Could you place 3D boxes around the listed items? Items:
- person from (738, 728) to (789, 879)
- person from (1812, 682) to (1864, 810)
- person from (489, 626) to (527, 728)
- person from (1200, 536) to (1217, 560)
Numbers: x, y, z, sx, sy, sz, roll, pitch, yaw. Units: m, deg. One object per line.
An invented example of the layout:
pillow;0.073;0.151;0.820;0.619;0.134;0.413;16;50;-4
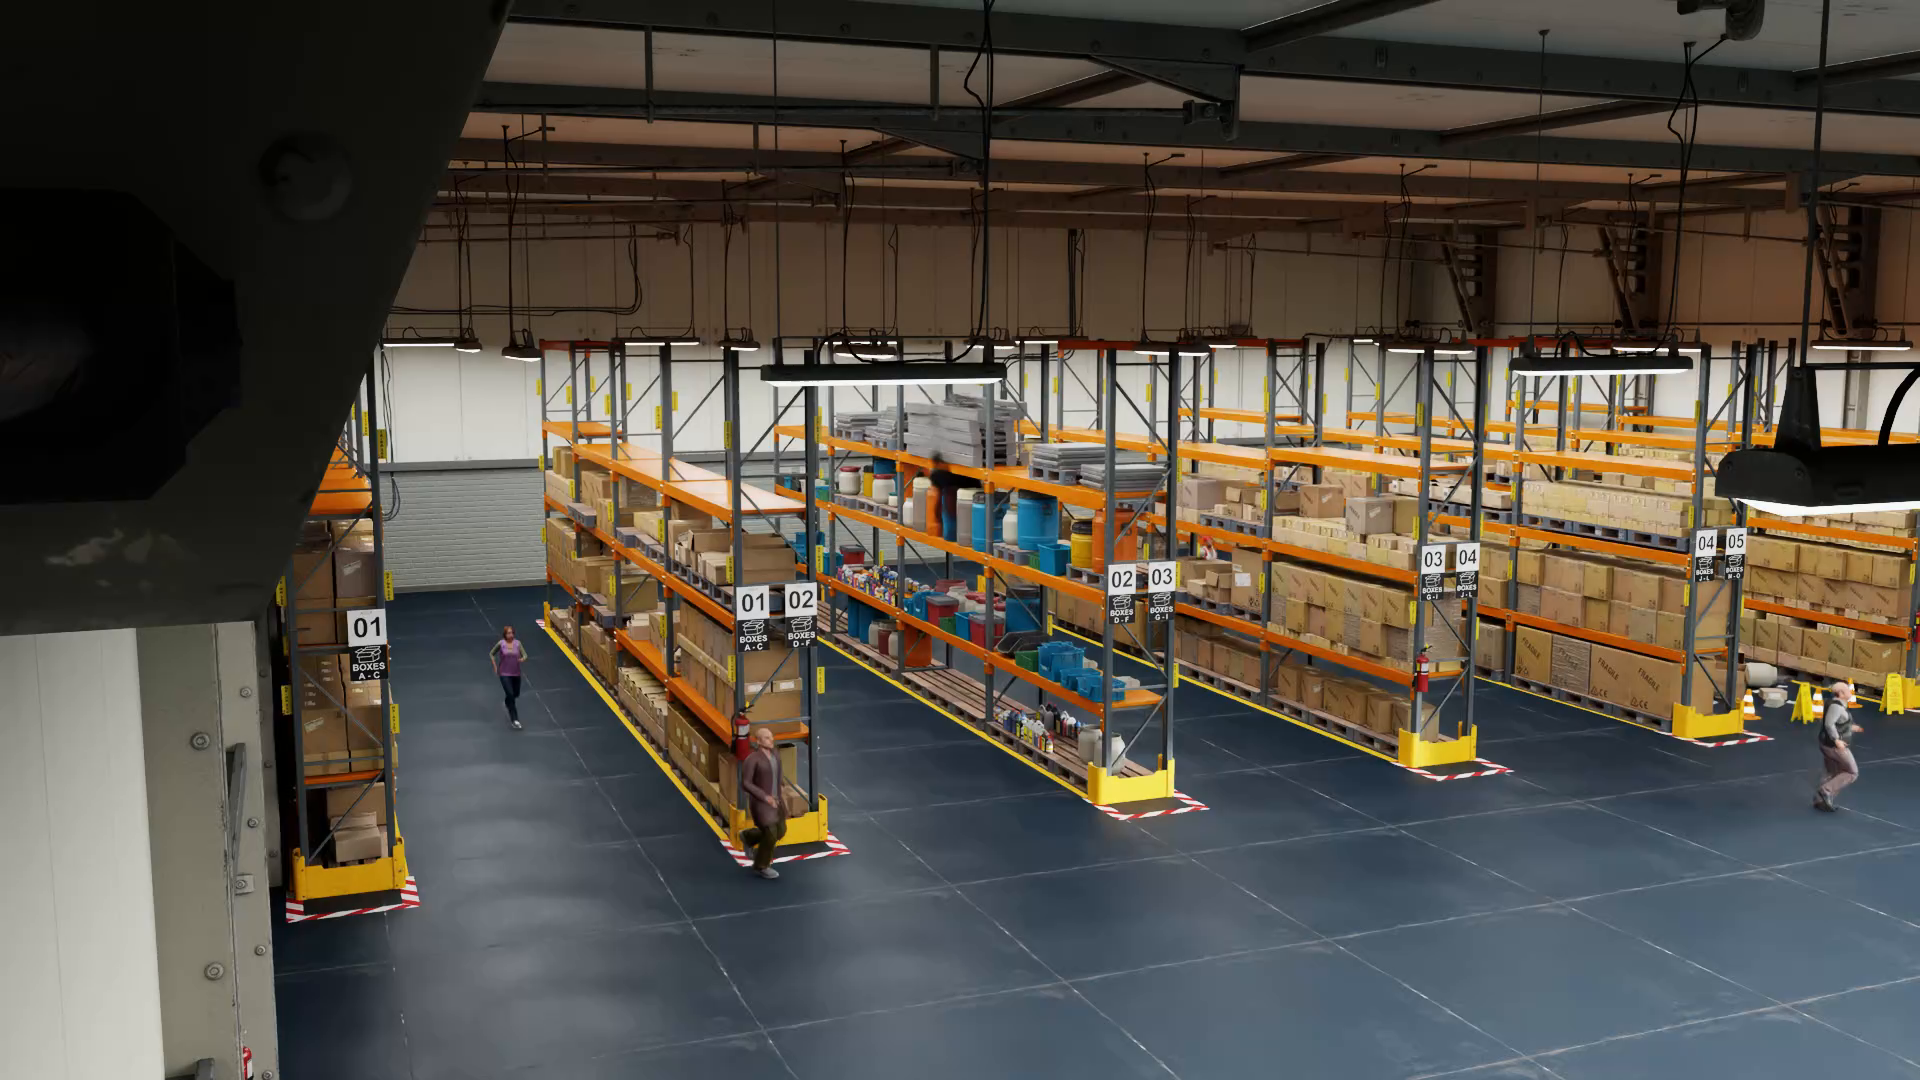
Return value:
person;-2.269;2.999;19.095;0.714;1.741;0.715;5;9;31
person;11.461;2.684;21.650;0.593;1.690;0.644;1;8;11
person;-7.105;2.123;26.225;0.536;1.583;0.856;-5;9;-31
person;5.409;0.758;36.134;0.648;1.759;0.640;-3;8;-23
